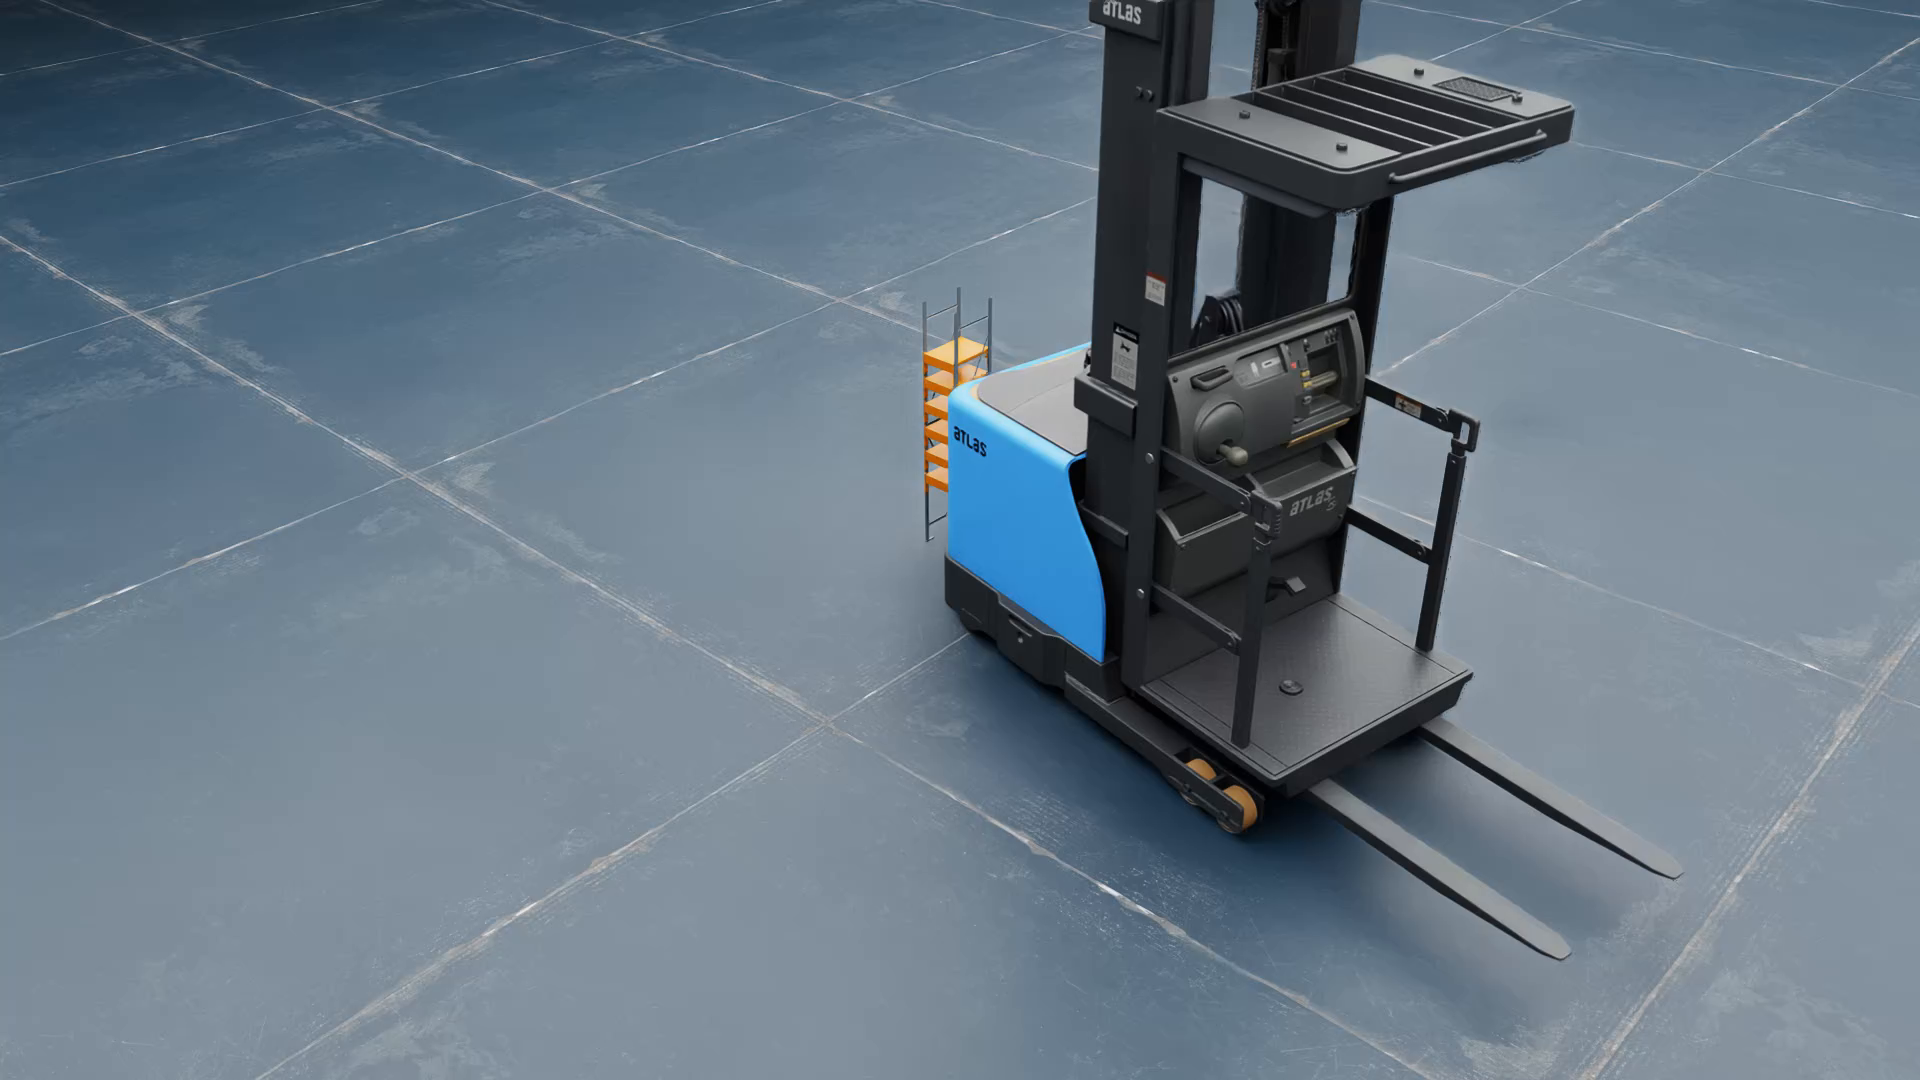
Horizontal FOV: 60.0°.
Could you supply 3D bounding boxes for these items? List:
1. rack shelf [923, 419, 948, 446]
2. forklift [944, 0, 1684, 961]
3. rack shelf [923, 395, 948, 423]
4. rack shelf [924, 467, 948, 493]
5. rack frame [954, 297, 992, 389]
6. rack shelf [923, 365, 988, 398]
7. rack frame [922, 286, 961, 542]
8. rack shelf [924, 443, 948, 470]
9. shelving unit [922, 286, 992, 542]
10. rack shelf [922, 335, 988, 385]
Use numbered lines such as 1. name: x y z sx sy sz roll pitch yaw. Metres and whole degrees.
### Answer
1. rack shelf: -0.011 -0.481 7.472 0.180 0.103 0.258 25 39 35
2. forklift: 1.220 -0.489 5.721 1.130 2.935 3.031 -21 37 -31
3. rack shelf: -0.011 -0.584 7.410 0.180 0.103 0.258 25 39 35
4. rack shelf: -0.011 -0.275 7.596 0.180 0.103 0.258 25 39 35
5. rack frame: 0.057 -0.487 7.396 0.006 1.200 0.240 25 39 35
6. rack shelf: -0.011 -0.687 7.348 0.180 0.103 0.258 25 39 35
7. rack frame: -0.079 -0.551 7.501 0.006 1.200 0.240 25 39 35
8. rack shelf: -0.011 -0.378 7.534 0.180 0.103 0.258 25 39 35
9. shelving unit: -0.011 -0.519 7.449 0.189 1.200 0.258 25 39 35
10. rack shelf: -0.011 -0.789 7.286 0.180 0.103 0.258 25 39 35
